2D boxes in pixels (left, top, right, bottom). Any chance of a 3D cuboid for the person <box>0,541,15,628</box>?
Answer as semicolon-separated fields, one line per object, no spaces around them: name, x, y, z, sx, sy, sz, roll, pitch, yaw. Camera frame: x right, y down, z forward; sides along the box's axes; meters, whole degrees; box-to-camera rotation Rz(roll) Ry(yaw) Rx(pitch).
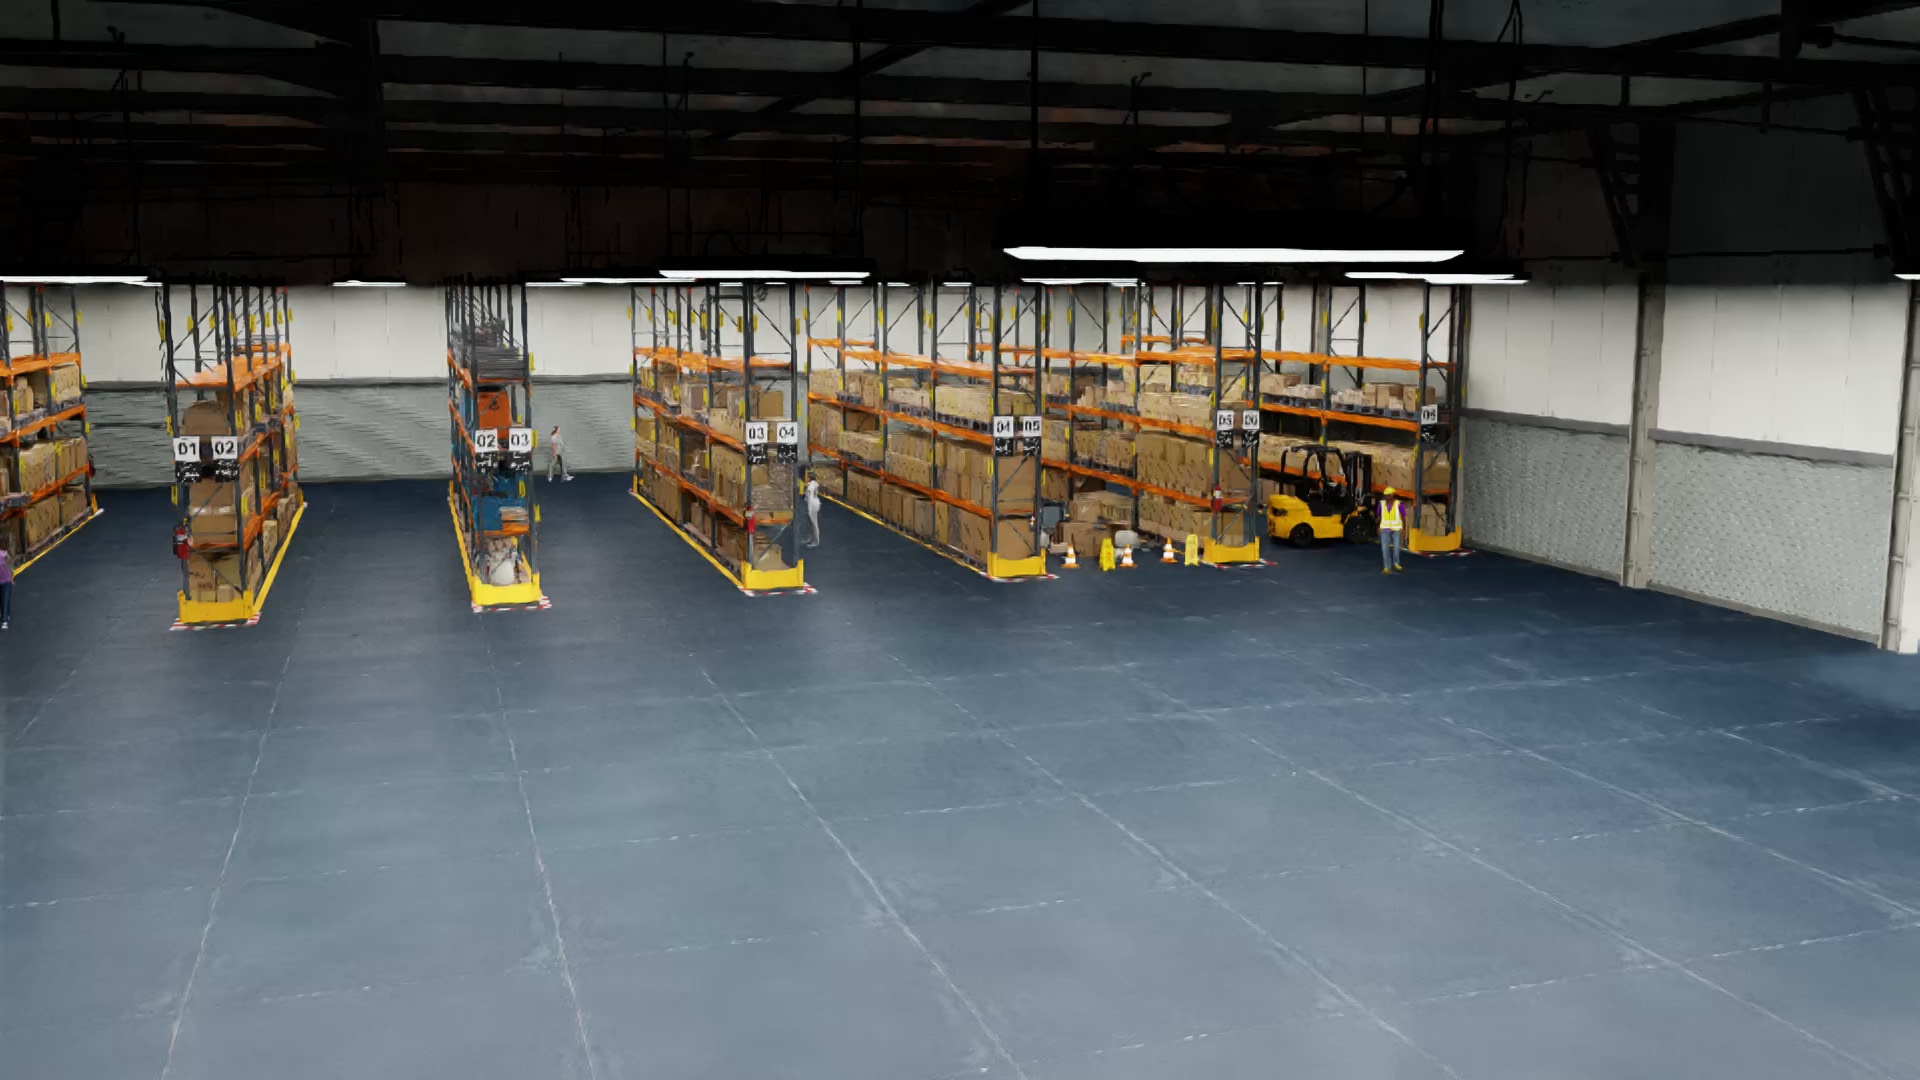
person;-16.341;0.707;28.269;0.418;1.512;1.028;-2;9;-16

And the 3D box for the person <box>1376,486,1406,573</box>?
person;8.772;-0.226;33.820;0.603;1.751;0.570;3;9;20

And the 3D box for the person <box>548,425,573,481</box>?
person;-11.994;-2.605;49.700;0.566;1.660;0.621;3;9;20

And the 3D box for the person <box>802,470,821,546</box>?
person;-3.342;-0.708;37.191;0.455;1.664;0.525;2;9;12

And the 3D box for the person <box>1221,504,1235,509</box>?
person;6.757;-1.504;42.415;0.558;1.661;0.572;1;9;7
